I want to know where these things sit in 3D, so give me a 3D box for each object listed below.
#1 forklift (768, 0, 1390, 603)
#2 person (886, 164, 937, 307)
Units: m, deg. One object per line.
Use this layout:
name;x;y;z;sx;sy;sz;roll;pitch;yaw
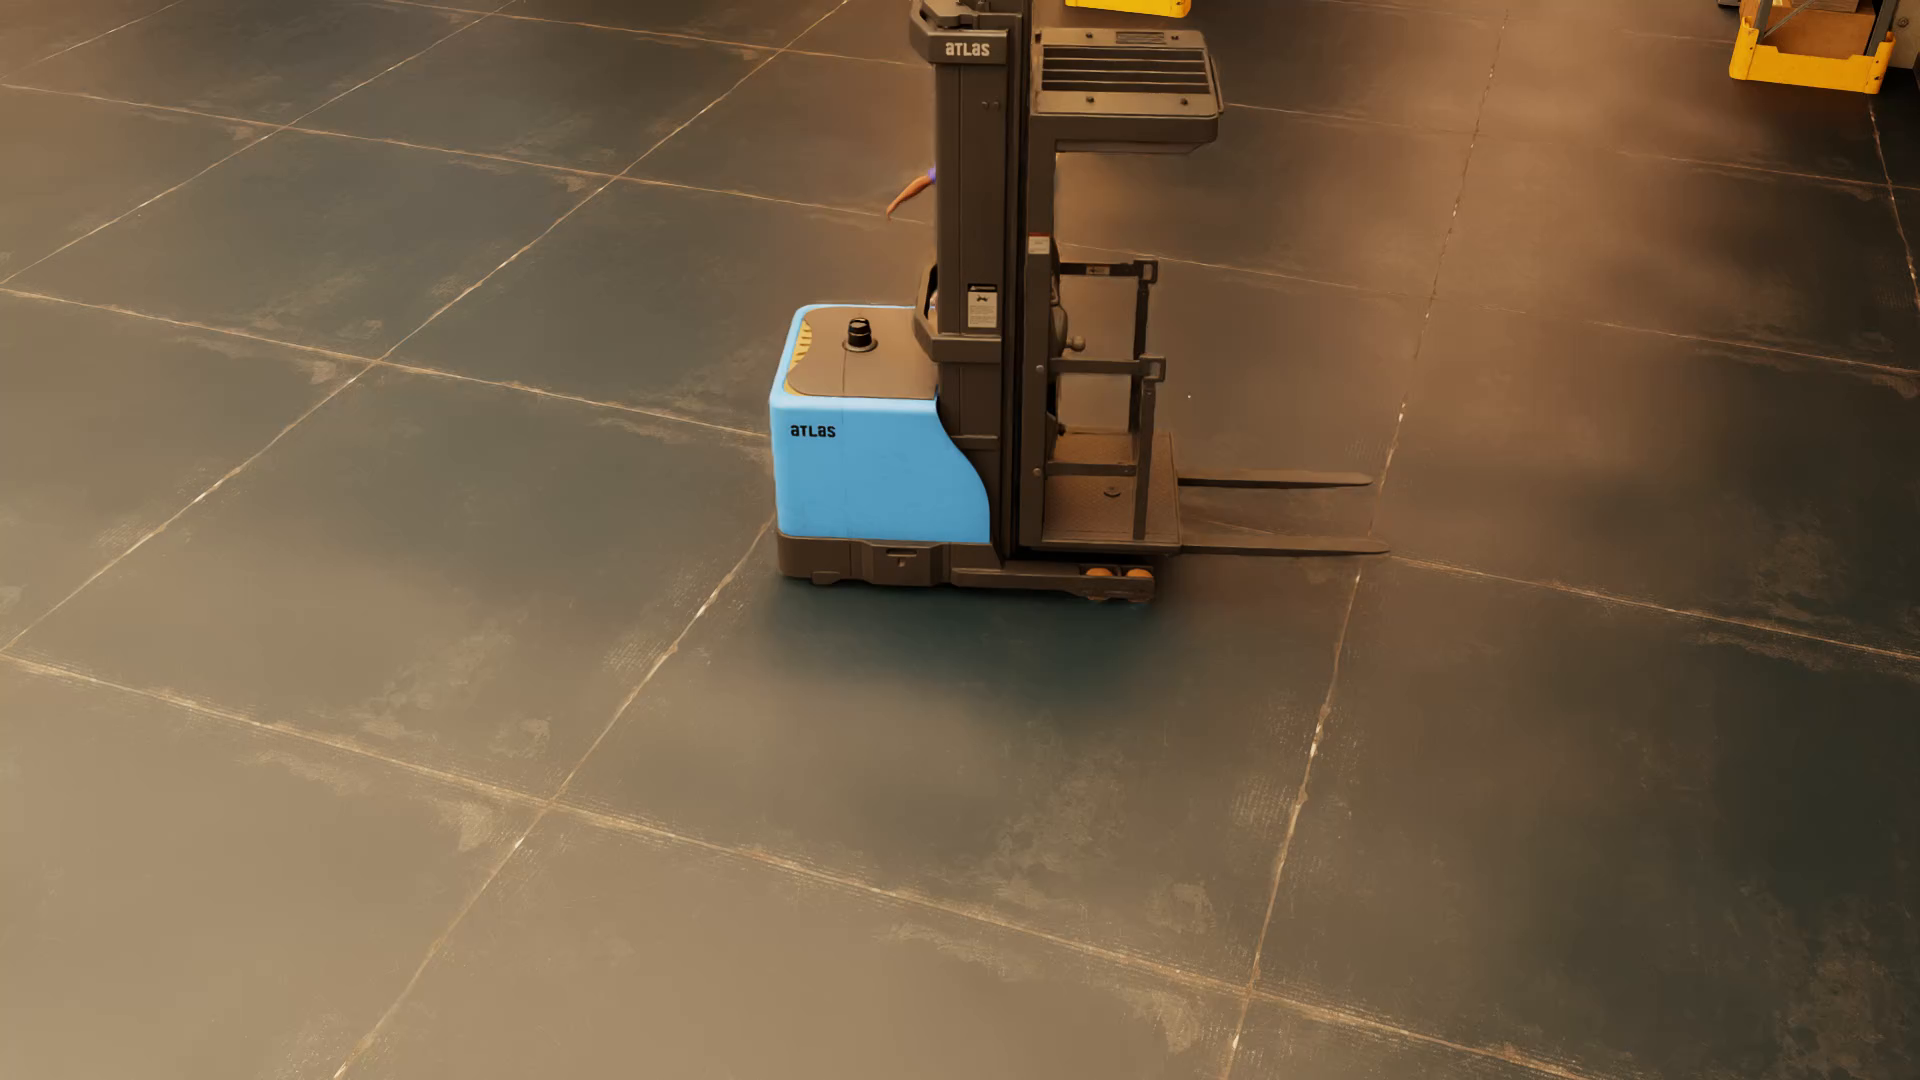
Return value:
forklift;0.627;-1.204;7.809;3.031;2.935;1.130;2;35;3
person;0.037;-2.116;10.466;0.759;1.403;0.942;20;40;26
